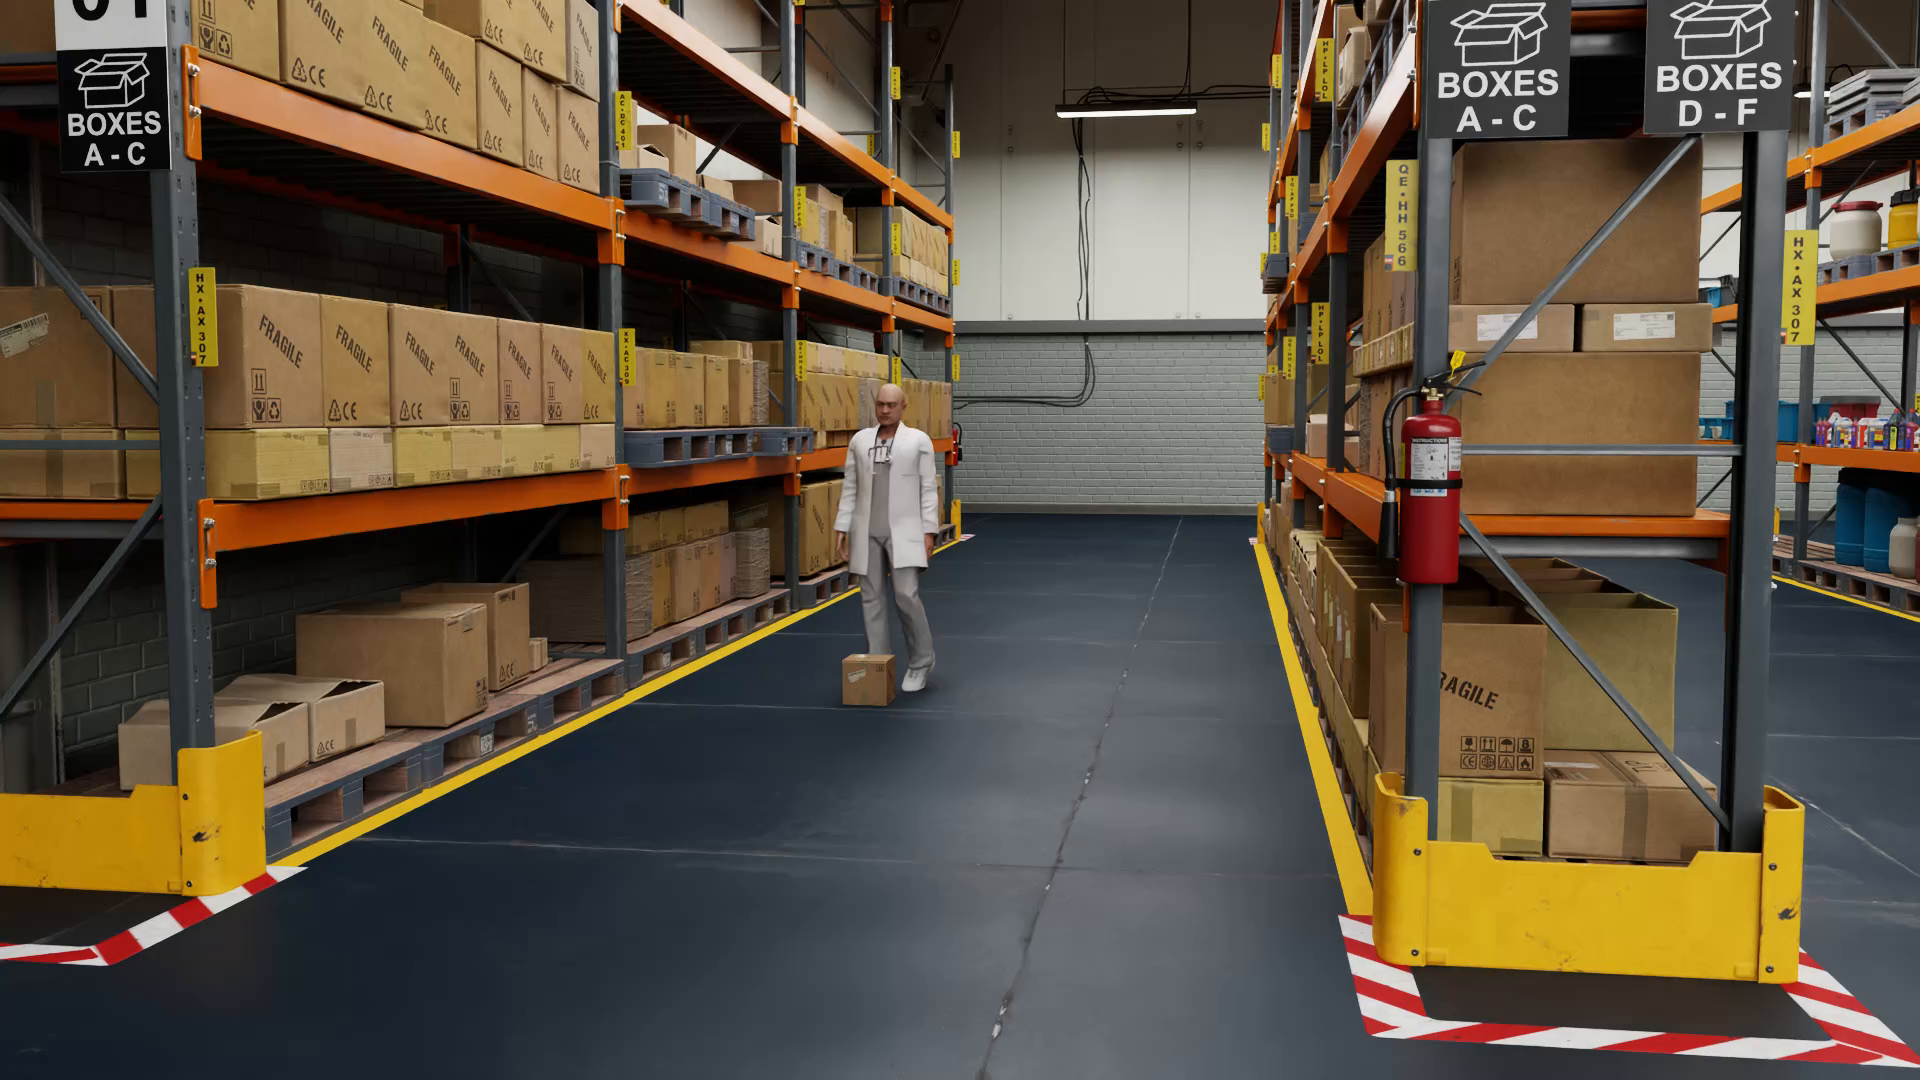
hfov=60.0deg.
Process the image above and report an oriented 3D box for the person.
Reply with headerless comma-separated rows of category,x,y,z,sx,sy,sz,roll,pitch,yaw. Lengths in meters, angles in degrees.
person,-0.451,-0.012,9.775,0.630,1.808,0.439,1,5,16
